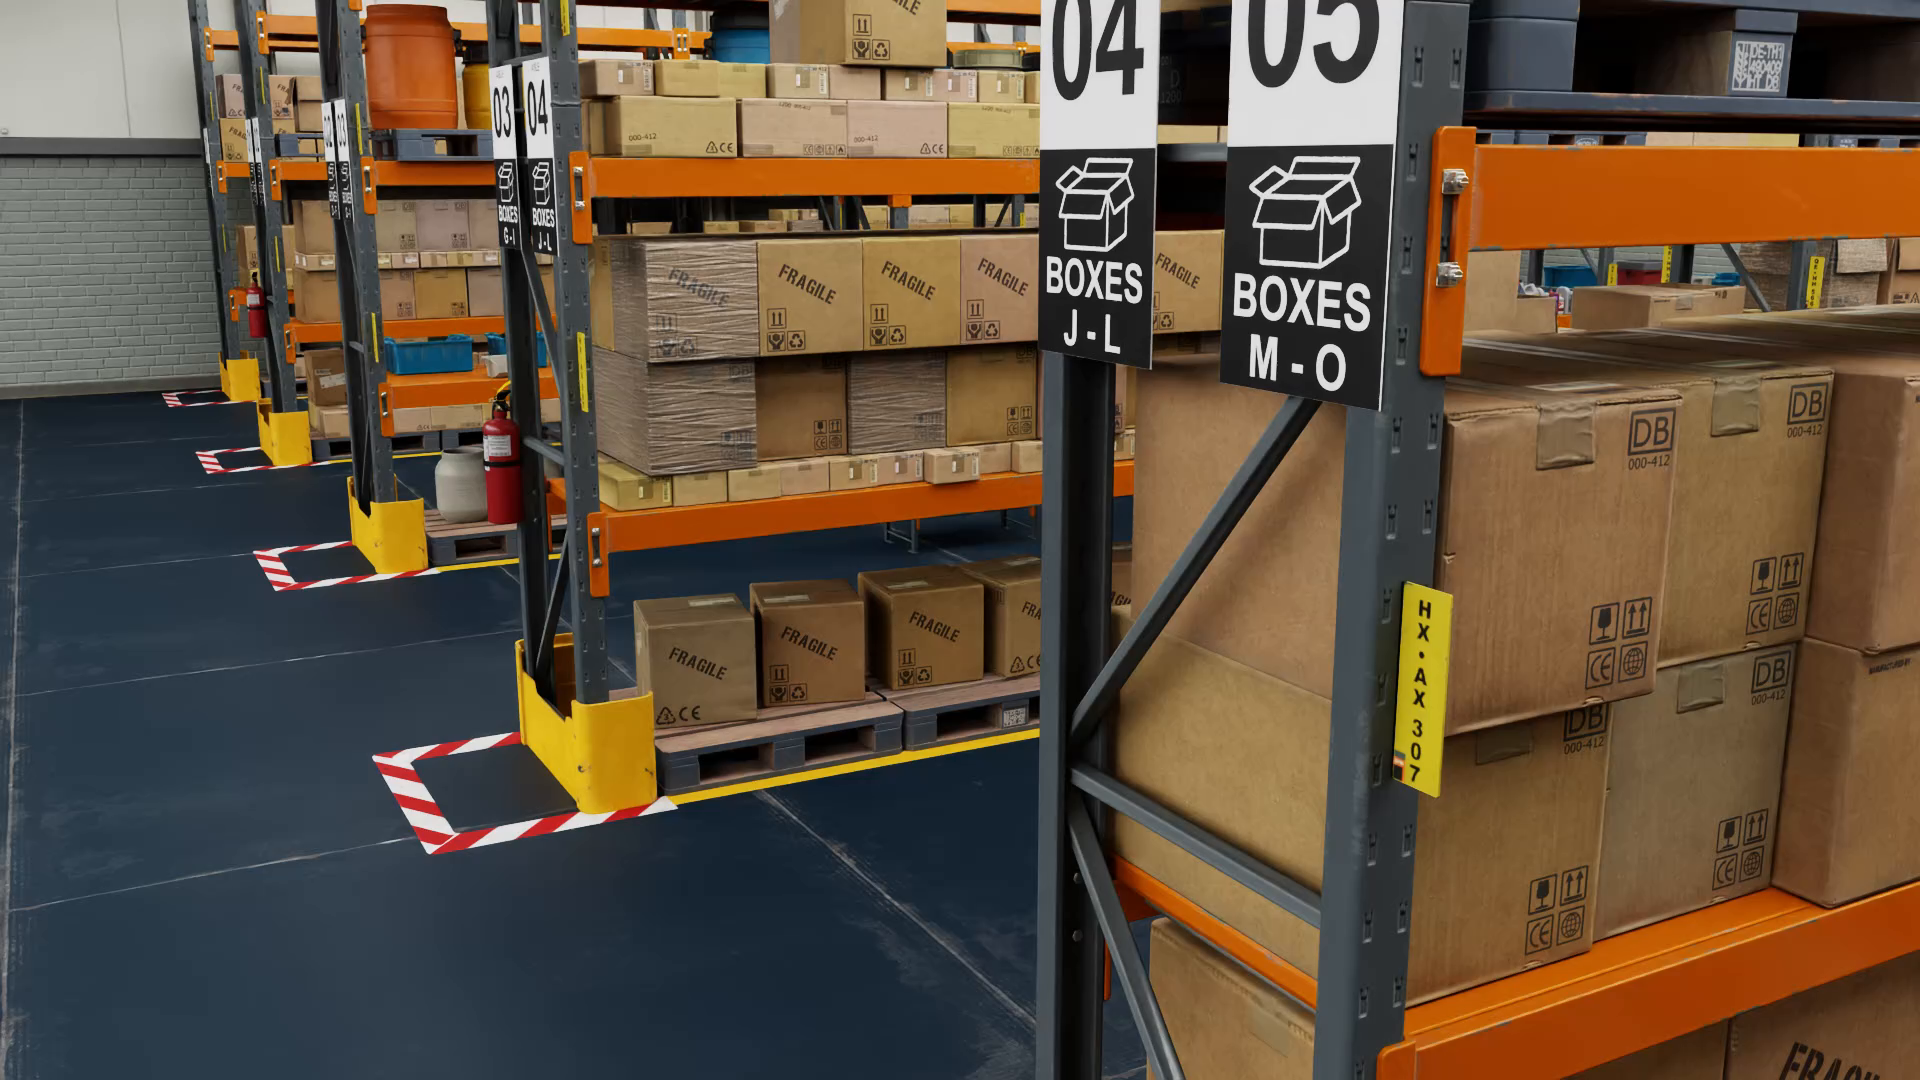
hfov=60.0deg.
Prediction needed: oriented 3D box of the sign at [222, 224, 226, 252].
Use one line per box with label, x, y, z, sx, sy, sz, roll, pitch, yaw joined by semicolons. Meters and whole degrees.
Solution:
sign;-8.689;-3.562;19.632;0.005;0.325;0.100;-7;14;-28

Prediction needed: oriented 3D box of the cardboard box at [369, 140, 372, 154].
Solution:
cardboard box;-7.133;-4.918;20.527;0.500;0.500;0.500;-6;14;-24

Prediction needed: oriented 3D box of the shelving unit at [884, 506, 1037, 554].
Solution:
shelving unit;0.006;-0.549;12.489;1.048;1.125;0.538;-7;14;-28

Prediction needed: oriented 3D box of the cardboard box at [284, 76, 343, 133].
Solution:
cardboard box;-6.066;-4.136;15.815;0.637;0.503;0.797;-6;14;-24

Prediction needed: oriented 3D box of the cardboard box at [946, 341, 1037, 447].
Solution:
cardboard box;-0.047;-0.797;8.414;0.500;0.500;0.875;-7;14;-28

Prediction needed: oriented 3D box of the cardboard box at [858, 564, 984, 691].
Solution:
cardboard box;-0.206;0.440;8.558;0.500;0.500;0.500;-5;14;-23

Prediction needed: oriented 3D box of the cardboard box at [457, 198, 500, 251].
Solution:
cardboard box;-4.769;-3.186;16.752;0.500;0.500;0.700;-7;14;-28

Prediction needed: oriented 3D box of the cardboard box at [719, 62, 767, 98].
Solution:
cardboard box;-1.040;-2.008;7.303;0.250;0.149;0.380;-7;15;-29

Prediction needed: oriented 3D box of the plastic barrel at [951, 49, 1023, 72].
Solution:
plastic barrel;0.226;-3.628;13.923;0.600;0.901;0.600;0;13;0

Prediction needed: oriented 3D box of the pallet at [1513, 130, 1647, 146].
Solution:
pallet;3.184;-2.327;9.713;1.003;0.211;1.213;-7;14;-28

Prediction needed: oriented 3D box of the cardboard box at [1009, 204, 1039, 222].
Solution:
cardboard box;0.843;-4.926;25.005;0.500;0.250;0.500;-6;14;-27

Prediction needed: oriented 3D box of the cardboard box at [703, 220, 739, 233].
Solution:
cardboard box;-3.418;-4.162;23.043;0.500;0.500;0.700;-7;14;-28

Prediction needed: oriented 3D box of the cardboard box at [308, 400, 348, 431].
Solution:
cardboard box;-6.243;-1.267;16.711;0.500;0.250;0.500;-7;14;-28

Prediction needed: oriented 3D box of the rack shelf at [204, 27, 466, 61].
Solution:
rack shelf;-7.193;-6.029;20.548;4.000;0.370;1.077;-7;14;-28

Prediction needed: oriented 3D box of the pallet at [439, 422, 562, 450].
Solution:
pallet;-4.851;-1.145;17.218;1.213;0.211;1.003;-7;14;-28

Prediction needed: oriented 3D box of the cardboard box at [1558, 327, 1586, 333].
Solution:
cardboard box;3.612;-1.222;10.591;0.500;0.250;0.500;-7;15;-29

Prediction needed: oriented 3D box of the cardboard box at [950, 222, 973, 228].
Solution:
cardboard box;-0.024;-4.453;24.612;0.500;0.500;0.500;-6;14;-26

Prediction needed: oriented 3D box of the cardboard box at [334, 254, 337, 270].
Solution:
cardboard box;-5.894;-2.683;15.994;0.250;0.149;0.380;-7;15;-29

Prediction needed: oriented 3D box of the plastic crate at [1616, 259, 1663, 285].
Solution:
plastic crate;7.235;-2.703;17.507;0.583;0.464;0.402;-7;14;-28

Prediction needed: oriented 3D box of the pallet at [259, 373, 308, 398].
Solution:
pallet;-8.152;-1.970;20.883;1.213;0.211;1.003;-7;14;-28

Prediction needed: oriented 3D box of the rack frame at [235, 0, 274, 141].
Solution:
rack frame;-6.572;-5.217;15.293;0.127;3.000;1.000;-7;14;-28

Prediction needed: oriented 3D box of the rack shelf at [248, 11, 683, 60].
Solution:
rack shelf;-4.817;-4.881;16.351;4.000;0.370;1.077;-7;14;-28

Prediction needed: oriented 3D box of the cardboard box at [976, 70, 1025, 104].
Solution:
cardboard box;0.102;-2.145;7.910;0.250;0.149;0.380;-7;15;-30

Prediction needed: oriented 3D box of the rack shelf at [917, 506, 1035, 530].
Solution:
rack shelf;0.006;-0.311;12.543;1.000;0.278;0.538;-7;14;-28

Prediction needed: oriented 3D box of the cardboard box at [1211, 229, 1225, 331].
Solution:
cardboard box;1.419;-1.382;8.738;0.500;0.500;0.500;-7;14;-28

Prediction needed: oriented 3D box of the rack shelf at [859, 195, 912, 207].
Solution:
rack shelf;1.065;-3.078;14.263;4.000;0.370;1.077;-7;14;-28

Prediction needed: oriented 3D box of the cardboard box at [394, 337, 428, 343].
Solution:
cardboard box;-7.130;-2.422;21.231;0.500;0.500;0.700;-8;15;-31

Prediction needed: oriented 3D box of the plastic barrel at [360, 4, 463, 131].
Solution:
plastic barrel;-3.836;-3.288;11.622;0.708;0.830;0.600;-7;14;-28

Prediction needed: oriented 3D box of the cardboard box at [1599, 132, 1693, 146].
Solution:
cardboard box;4.022;-2.408;9.986;0.500;0.250;0.500;-6;14;-26

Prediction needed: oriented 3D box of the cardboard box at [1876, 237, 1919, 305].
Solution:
cardboard box;6.416;-1.902;11.716;0.637;0.503;0.797;-6;14;-27

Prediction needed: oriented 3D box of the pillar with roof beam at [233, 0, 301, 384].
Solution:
pillar with roof beam;-6.686;-5.582;16.915;0.400;9.000;9.100;-7;14;-28

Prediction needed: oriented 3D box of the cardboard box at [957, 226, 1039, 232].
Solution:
cardboard box;0.288;-1.379;8.723;0.500;0.500;0.500;-7;14;-28

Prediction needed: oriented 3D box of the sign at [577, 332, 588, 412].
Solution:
sign;-1.569;-0.698;6.908;0.005;0.325;0.100;-7;14;-28

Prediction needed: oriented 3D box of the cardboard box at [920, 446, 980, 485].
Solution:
cardboard box;-0.101;-0.381;8.042;0.250;0.149;0.380;-7;14;-28

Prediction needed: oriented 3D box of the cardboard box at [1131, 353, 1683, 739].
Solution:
cardboard box;0.803;-0.045;3.178;0.550;0.550;0.875;-7;14;-28

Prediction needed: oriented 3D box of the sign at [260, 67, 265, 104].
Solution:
sign;-6.311;-4.111;15.040;0.005;0.325;0.100;-7;14;-28

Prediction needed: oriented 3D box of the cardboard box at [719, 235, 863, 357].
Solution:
cardboard box;-0.773;-1.119;7.565;0.500;0.500;0.500;-7;14;-28

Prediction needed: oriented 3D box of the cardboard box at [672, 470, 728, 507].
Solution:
cardboard box;-1.236;-0.264;7.524;0.250;0.149;0.380;-7;14;-28

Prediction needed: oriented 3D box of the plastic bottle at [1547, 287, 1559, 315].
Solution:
plastic bottle;5.959;-2.403;16.723;0.133;0.283;0.061;-7;14;-28

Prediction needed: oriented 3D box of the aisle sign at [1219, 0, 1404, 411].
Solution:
aisle sign;0.541;-0.617;2.597;0.004;0.787;0.394;-7;14;-28

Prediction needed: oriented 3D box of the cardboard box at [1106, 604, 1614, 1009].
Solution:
cardboard box;0.763;0.465;3.368;0.550;0.550;0.875;-7;14;-28

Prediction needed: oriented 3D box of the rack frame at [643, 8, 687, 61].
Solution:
rack frame;-3.061;-5.637;17.163;0.127;3.000;1.000;-7;14;-28

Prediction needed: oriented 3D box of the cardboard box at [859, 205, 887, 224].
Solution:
cardboard box;-1.380;-4.656;23.808;0.500;0.250;0.500;-6;14;-27

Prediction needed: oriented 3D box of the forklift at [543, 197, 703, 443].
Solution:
forklift;-2.982;-2.053;15.057;1.130;2.935;3.031;-8;15;-33

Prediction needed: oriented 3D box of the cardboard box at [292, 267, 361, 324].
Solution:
cardboard box;-6.156;-2.385;16.148;0.500;0.500;0.700;-7;14;-28

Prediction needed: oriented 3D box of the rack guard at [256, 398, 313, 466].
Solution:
rack guard;-6.593;-1.068;16.215;0.348;0.500;1.175;-7;14;-28

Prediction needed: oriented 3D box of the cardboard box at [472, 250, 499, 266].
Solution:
cardboard box;-4.775;-2.816;16.587;0.250;0.149;0.380;-7;14;-27

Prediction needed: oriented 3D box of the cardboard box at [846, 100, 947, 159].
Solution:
cardboard box;-0.396;-1.878;7.633;0.500;0.250;0.500;-7;14;-28

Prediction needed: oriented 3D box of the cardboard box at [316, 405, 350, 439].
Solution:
cardboard box;-5.995;-1.167;16.268;0.500;0.250;0.500;-7;14;-28

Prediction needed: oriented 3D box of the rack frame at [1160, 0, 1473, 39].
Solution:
rack frame;0.459;-2.341;2.514;0.127;3.000;1.000;-7;14;-28

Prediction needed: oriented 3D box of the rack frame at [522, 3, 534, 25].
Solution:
rack frame;-5.438;-6.592;21.403;0.127;3.000;1.000;-7;14;-28

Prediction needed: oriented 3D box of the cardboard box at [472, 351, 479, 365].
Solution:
cardboard box;-5.124;-1.641;16.666;0.500;0.500;0.500;-7;14;-28

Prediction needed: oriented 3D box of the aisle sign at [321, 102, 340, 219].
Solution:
aisle sign;-4.407;-2.653;11.644;0.004;0.787;0.394;-7;14;-28

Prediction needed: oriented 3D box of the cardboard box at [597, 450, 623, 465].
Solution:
cardboard box;-1.677;-0.328;7.805;0.250;0.149;0.380;-7;14;-28

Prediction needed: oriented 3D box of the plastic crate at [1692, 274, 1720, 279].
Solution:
plastic crate;8.312;-2.865;18.751;0.300;0.233;0.416;-7;14;-28
